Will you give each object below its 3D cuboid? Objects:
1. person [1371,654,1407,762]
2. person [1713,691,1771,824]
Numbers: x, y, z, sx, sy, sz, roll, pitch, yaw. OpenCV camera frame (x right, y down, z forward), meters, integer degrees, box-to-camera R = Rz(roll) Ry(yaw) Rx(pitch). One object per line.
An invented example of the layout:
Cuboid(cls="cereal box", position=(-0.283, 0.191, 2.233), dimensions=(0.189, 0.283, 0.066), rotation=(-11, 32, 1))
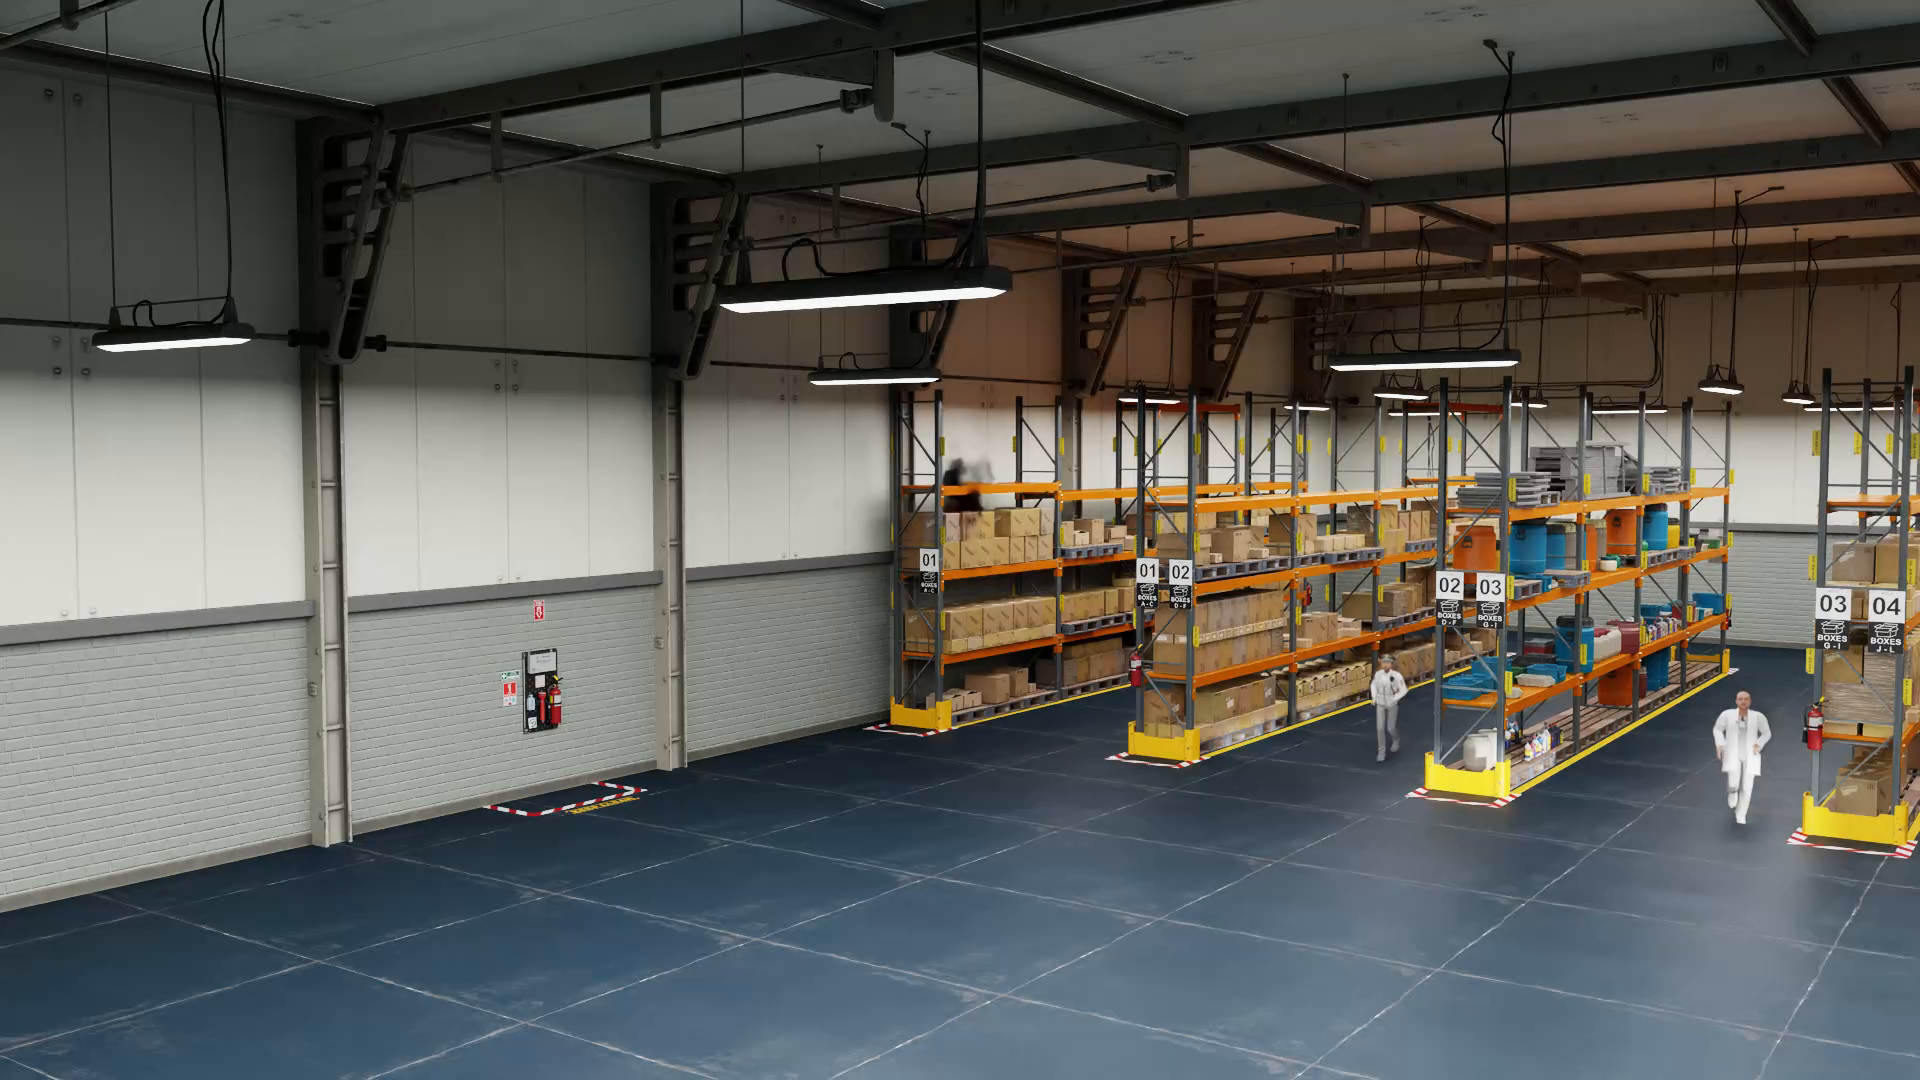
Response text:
Cuboid(cls="person", position=(6.868, 2.665, 26.703), dimensions=(0.625, 1.703, 0.814), rotation=(2, 4, 31))
Cuboid(cls="person", position=(10.464, 2.891, 22.262), dimensions=(0.709, 1.737, 0.640), rotation=(1, 4, 24))
